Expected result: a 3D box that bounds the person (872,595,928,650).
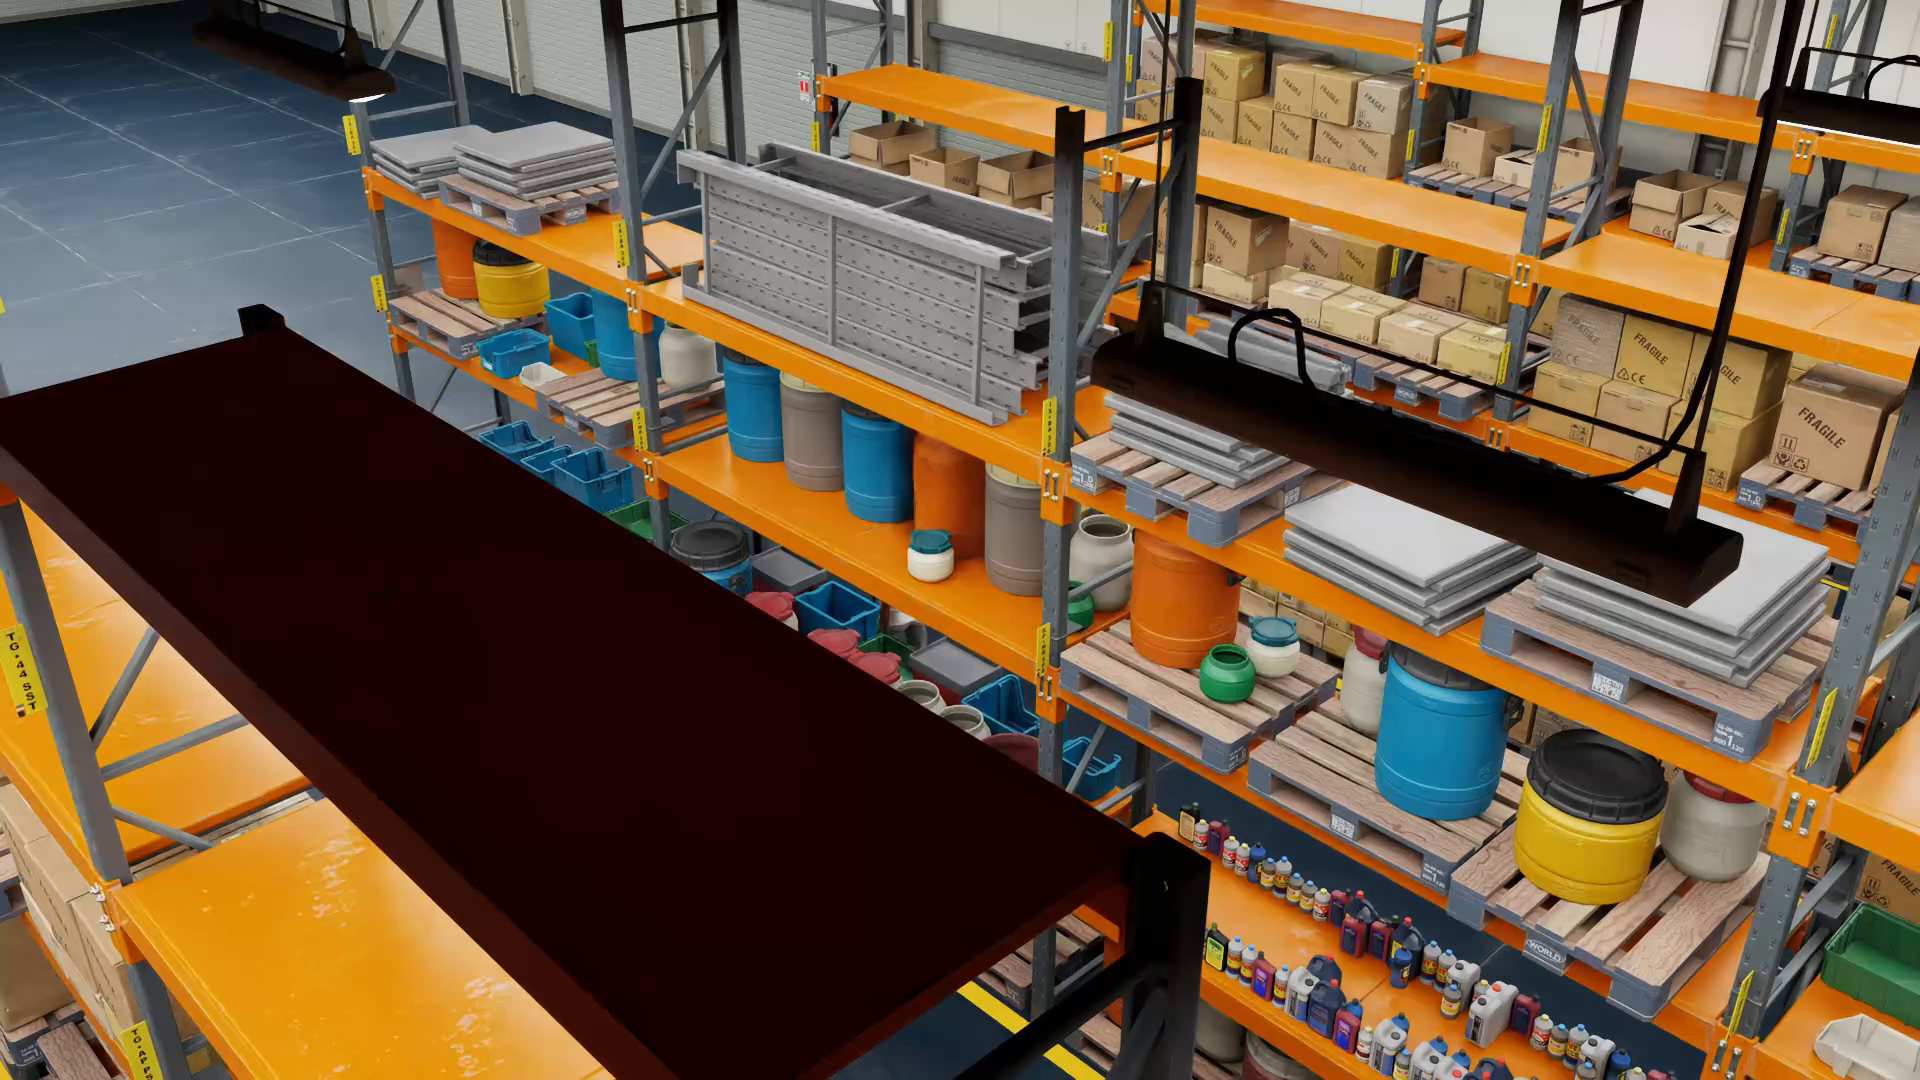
[{"bbox_3d":[-0.503,0.581,13.625,0.528,1.555,0.958,-23,36,-36],"label":"person"}]
